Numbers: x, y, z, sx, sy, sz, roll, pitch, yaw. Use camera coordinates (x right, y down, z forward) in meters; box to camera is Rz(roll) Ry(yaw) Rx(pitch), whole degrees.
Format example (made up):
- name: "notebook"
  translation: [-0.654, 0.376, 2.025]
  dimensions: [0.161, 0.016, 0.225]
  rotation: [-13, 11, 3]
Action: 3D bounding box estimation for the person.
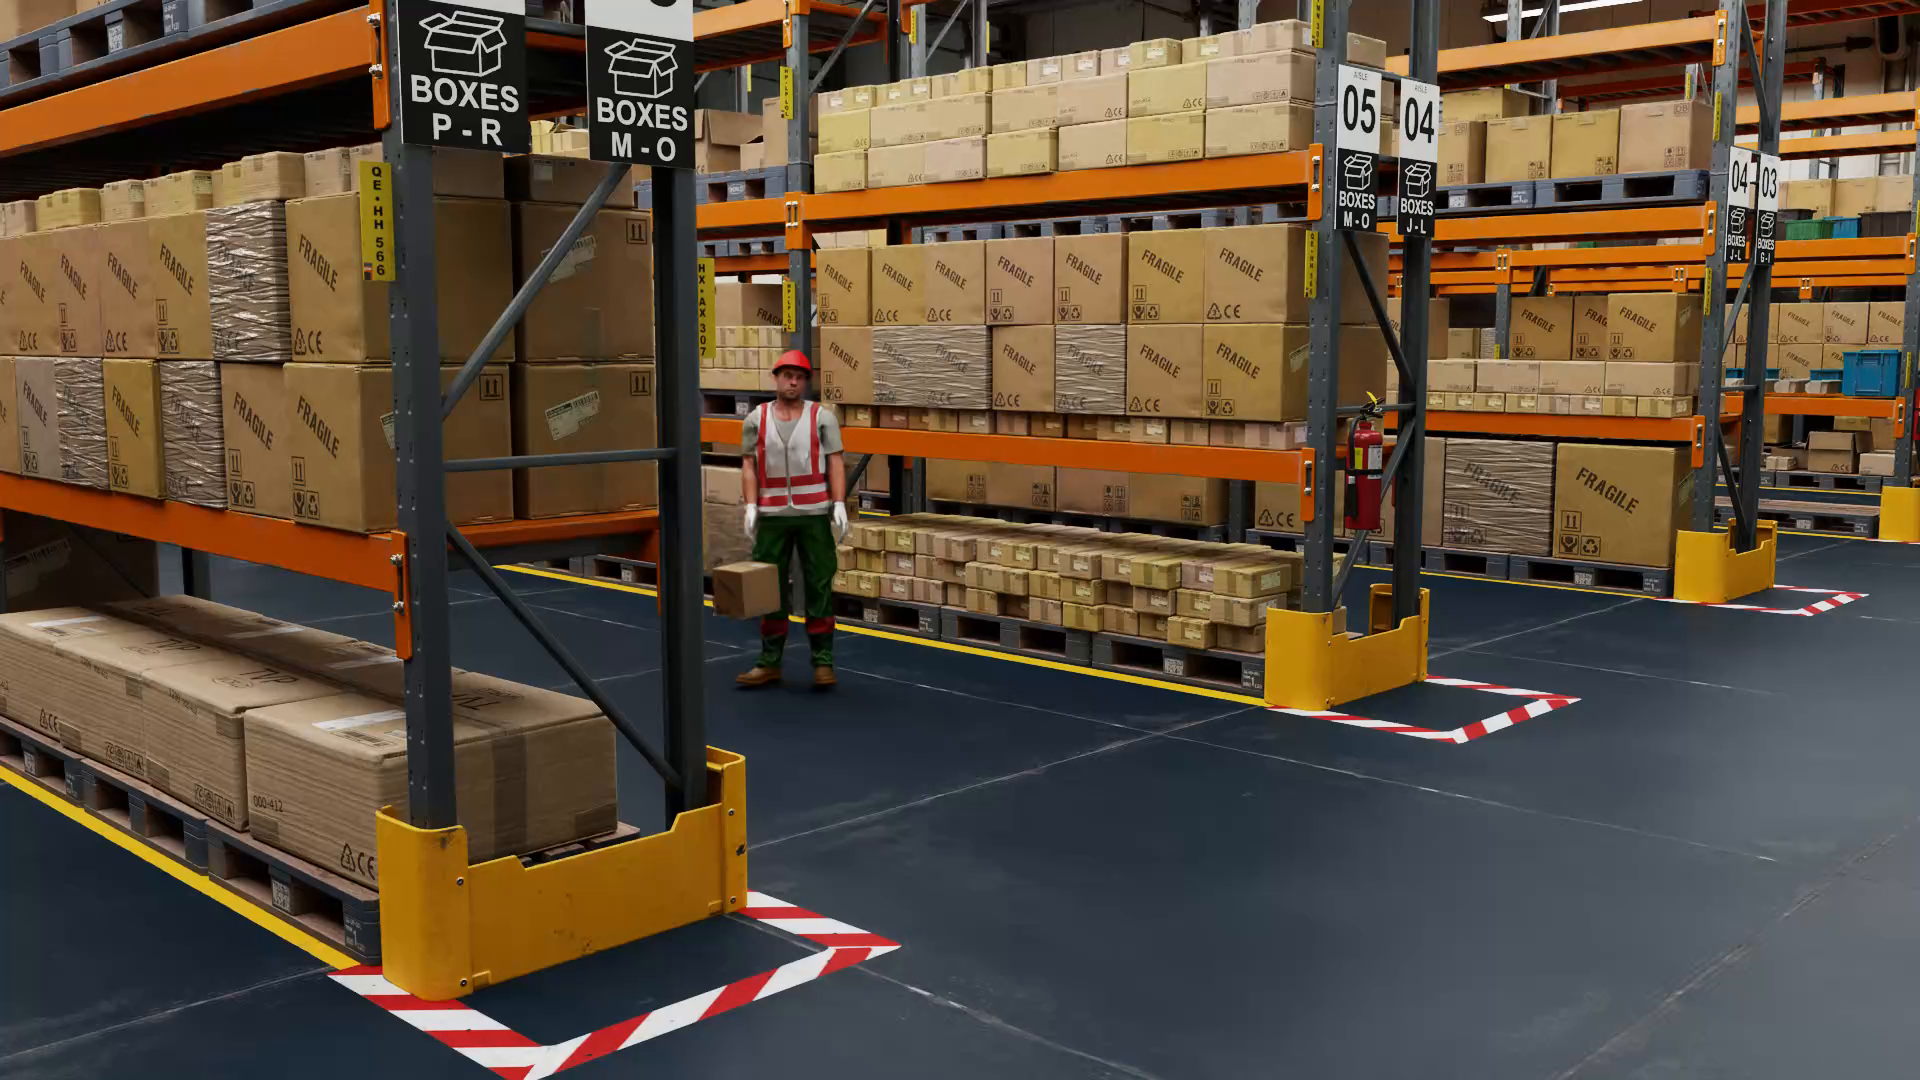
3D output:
- name: "person"
  translation: [-0.895, -0.116, 8.895]
  dimensions: [0.614, 1.798, 0.400]
  rotation: [0, 7, 1]
